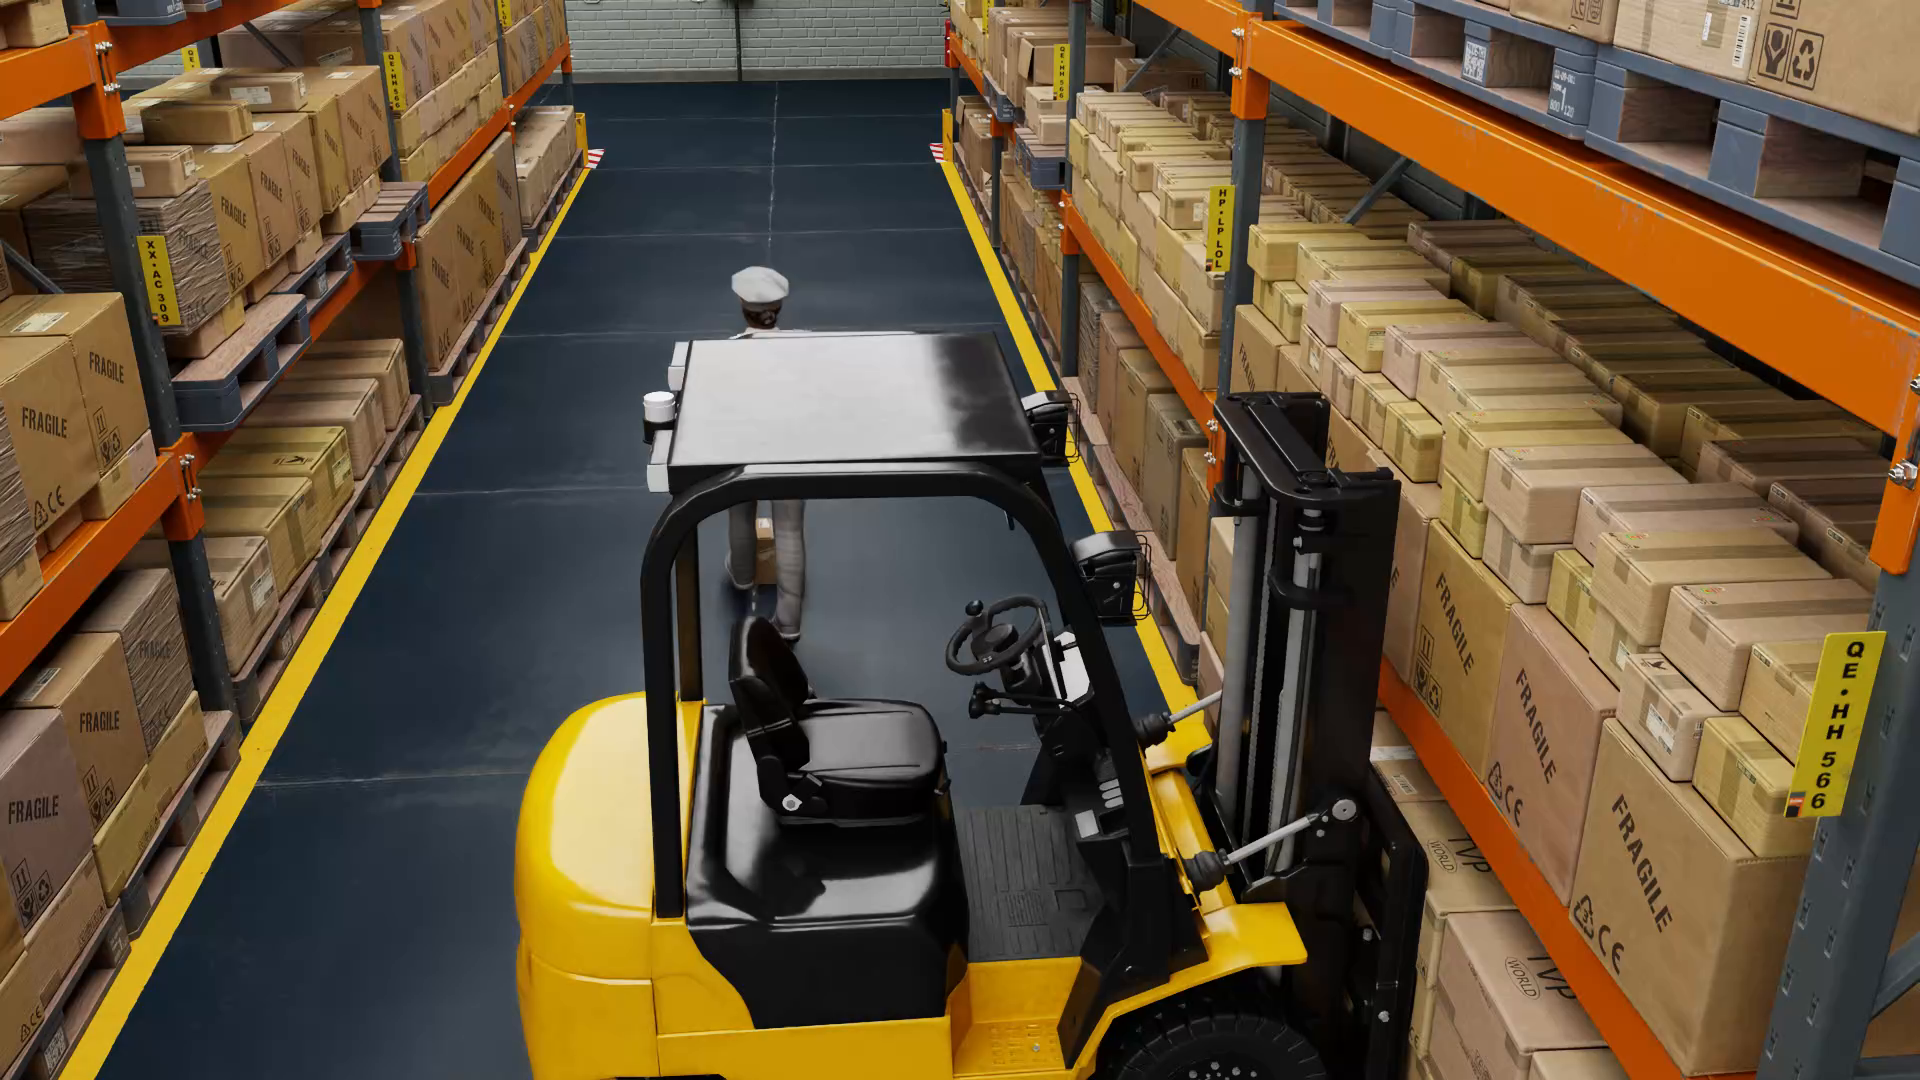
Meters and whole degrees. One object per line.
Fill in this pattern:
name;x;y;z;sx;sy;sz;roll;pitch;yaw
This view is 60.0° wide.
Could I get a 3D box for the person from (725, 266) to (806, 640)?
person;-0.879;-0.448;7.568;0.453;1.649;0.887;-4;24;-10
